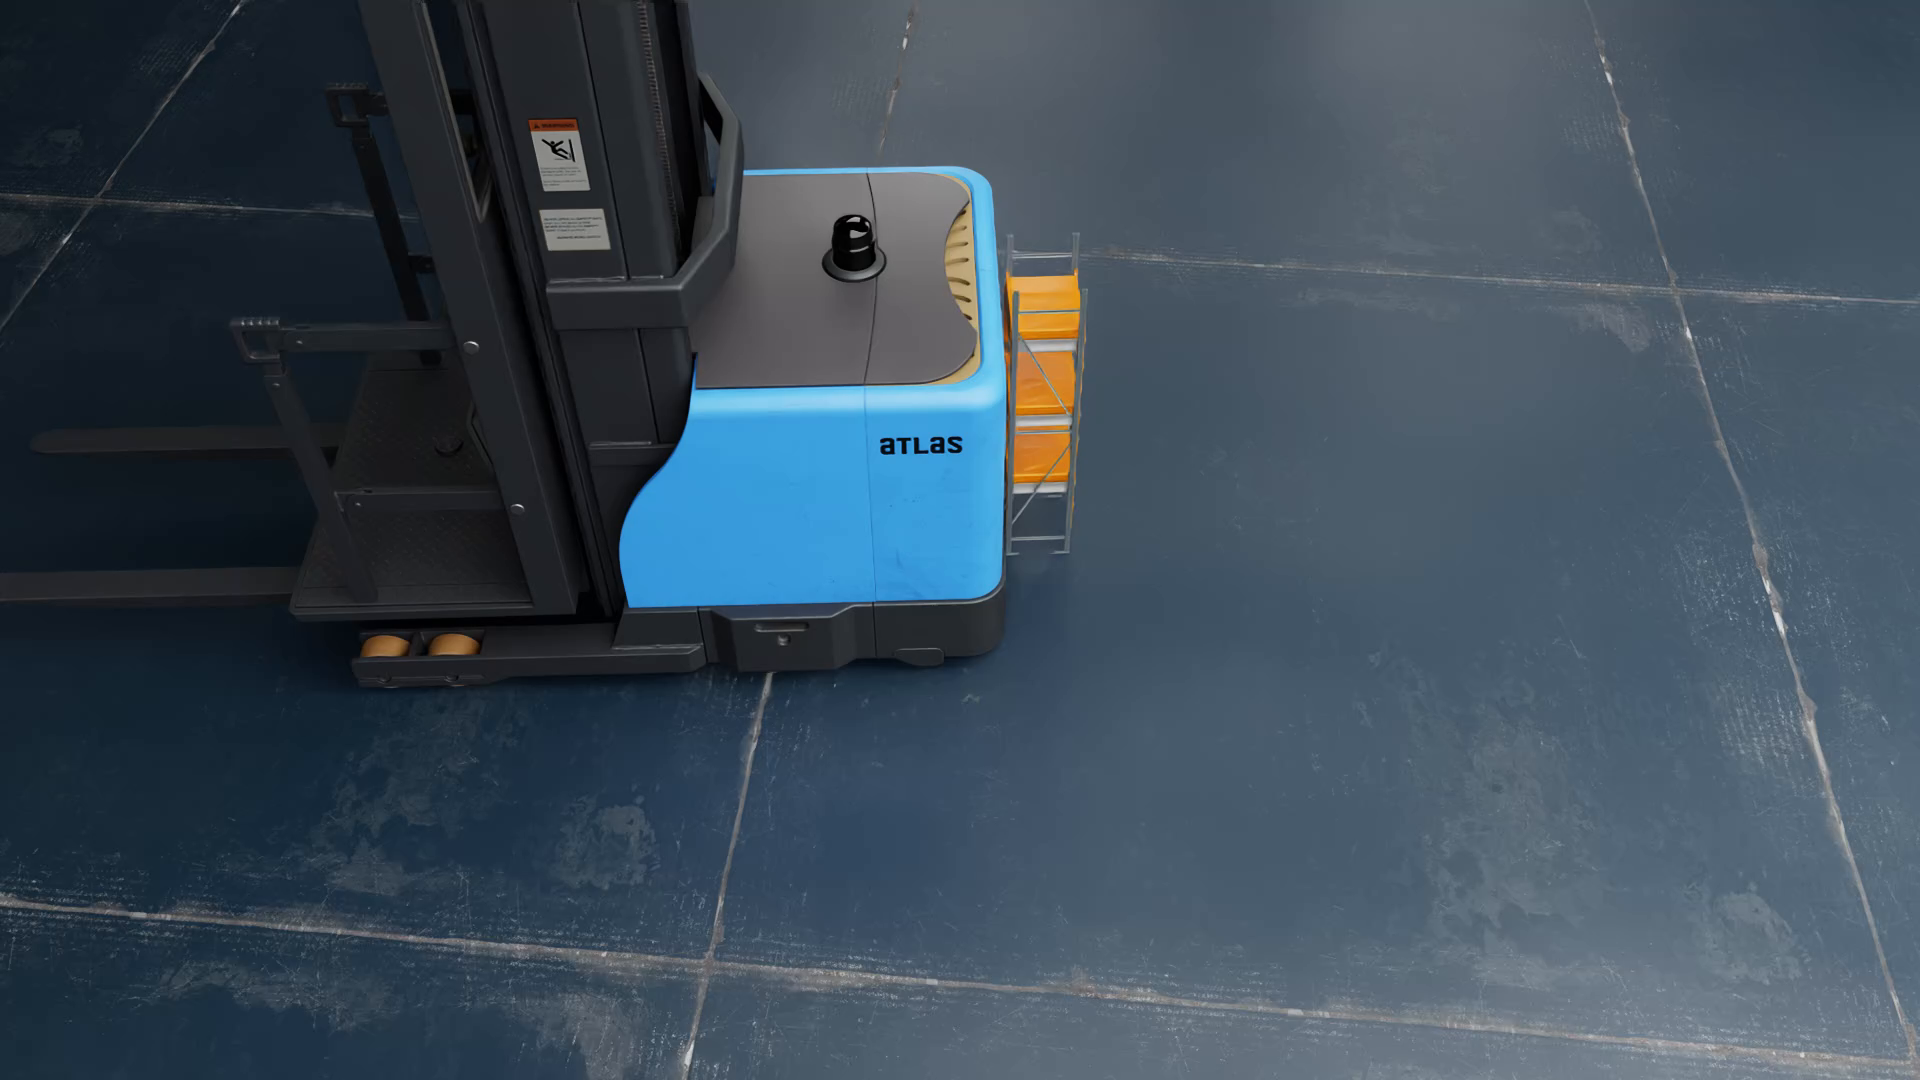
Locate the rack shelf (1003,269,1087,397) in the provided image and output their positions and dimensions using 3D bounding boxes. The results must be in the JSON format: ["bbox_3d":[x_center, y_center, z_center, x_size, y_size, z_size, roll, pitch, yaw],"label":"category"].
[{"bbox_3d":[0.236,-0.585,4.704,0.215,0.259,0.240,-2,48,-2],"label":"rack shelf"}]

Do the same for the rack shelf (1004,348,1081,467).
[{"bbox_3d":[0.236,-0.394,4.913,0.215,0.259,0.240,-2,48,-2],"label":"rack shelf"}]

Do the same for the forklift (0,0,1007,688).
[{"bbox_3d":[-1.396,-0.956,4.138,3.031,2.935,1.130,-1,48,-1],"label":"forklift"}]

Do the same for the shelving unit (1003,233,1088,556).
[{"bbox_3d":[0.236,-0.401,4.905,0.215,1.050,0.252,-2,48,-2],"label":"shelving unit"}]

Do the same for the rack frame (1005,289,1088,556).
[{"bbox_3d":[0.242,-0.311,4.823,0.200,1.050,0.008,-2,48,-2],"label":"rack frame"}]

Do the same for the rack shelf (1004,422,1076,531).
[{"bbox_3d":[0.236,-0.206,5.118,0.215,0.259,0.240,-2,48,-2],"label":"rack shelf"}]

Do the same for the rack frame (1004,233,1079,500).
[{"bbox_3d":[0.230,-0.491,4.987,0.200,1.050,0.008,-2,48,-2],"label":"rack frame"}]
